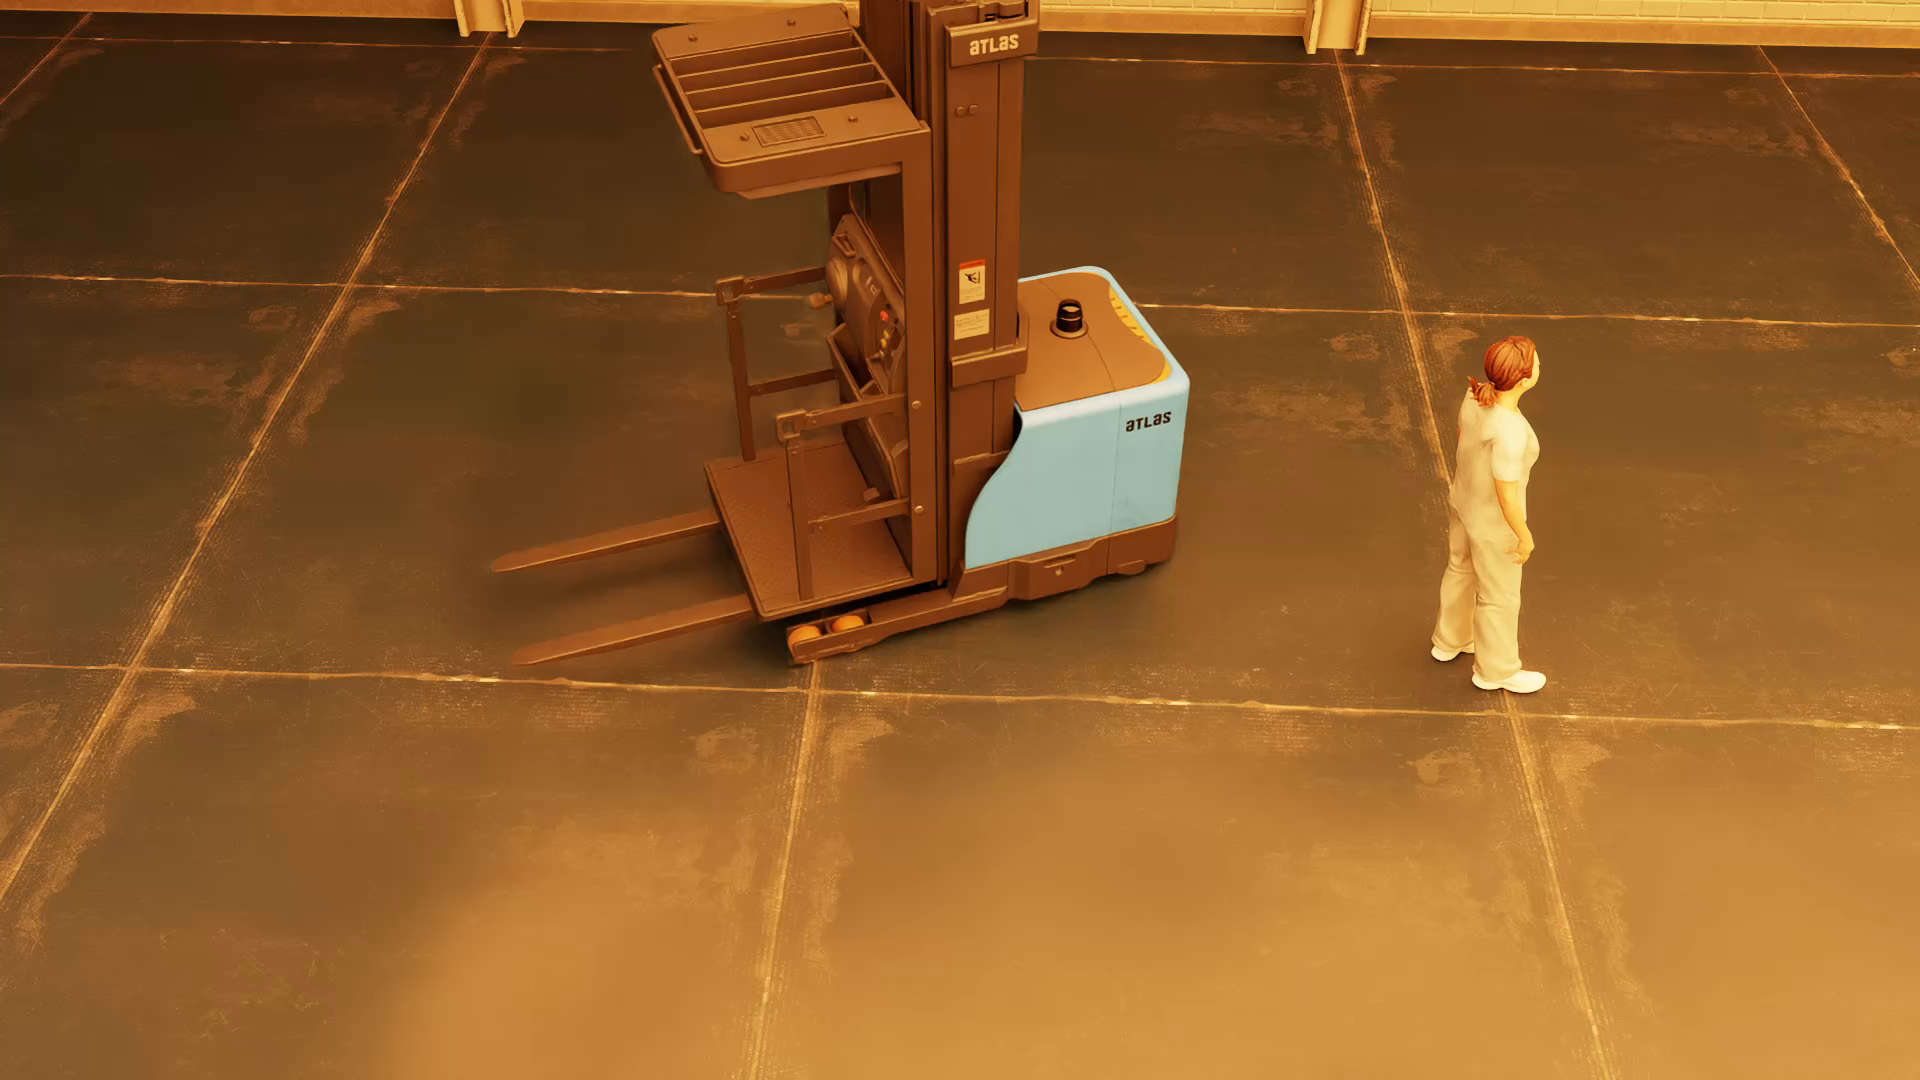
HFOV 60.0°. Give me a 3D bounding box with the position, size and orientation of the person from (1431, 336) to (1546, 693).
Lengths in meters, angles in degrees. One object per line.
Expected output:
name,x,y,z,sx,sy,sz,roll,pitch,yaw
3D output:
person,2.223,-0.117,6.790,0.548,1.673,0.551,-7,43,-7

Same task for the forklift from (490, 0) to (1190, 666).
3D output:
forklift,-0.573,-0.945,6.778,3.031,2.935,1.130,-13,44,-14
